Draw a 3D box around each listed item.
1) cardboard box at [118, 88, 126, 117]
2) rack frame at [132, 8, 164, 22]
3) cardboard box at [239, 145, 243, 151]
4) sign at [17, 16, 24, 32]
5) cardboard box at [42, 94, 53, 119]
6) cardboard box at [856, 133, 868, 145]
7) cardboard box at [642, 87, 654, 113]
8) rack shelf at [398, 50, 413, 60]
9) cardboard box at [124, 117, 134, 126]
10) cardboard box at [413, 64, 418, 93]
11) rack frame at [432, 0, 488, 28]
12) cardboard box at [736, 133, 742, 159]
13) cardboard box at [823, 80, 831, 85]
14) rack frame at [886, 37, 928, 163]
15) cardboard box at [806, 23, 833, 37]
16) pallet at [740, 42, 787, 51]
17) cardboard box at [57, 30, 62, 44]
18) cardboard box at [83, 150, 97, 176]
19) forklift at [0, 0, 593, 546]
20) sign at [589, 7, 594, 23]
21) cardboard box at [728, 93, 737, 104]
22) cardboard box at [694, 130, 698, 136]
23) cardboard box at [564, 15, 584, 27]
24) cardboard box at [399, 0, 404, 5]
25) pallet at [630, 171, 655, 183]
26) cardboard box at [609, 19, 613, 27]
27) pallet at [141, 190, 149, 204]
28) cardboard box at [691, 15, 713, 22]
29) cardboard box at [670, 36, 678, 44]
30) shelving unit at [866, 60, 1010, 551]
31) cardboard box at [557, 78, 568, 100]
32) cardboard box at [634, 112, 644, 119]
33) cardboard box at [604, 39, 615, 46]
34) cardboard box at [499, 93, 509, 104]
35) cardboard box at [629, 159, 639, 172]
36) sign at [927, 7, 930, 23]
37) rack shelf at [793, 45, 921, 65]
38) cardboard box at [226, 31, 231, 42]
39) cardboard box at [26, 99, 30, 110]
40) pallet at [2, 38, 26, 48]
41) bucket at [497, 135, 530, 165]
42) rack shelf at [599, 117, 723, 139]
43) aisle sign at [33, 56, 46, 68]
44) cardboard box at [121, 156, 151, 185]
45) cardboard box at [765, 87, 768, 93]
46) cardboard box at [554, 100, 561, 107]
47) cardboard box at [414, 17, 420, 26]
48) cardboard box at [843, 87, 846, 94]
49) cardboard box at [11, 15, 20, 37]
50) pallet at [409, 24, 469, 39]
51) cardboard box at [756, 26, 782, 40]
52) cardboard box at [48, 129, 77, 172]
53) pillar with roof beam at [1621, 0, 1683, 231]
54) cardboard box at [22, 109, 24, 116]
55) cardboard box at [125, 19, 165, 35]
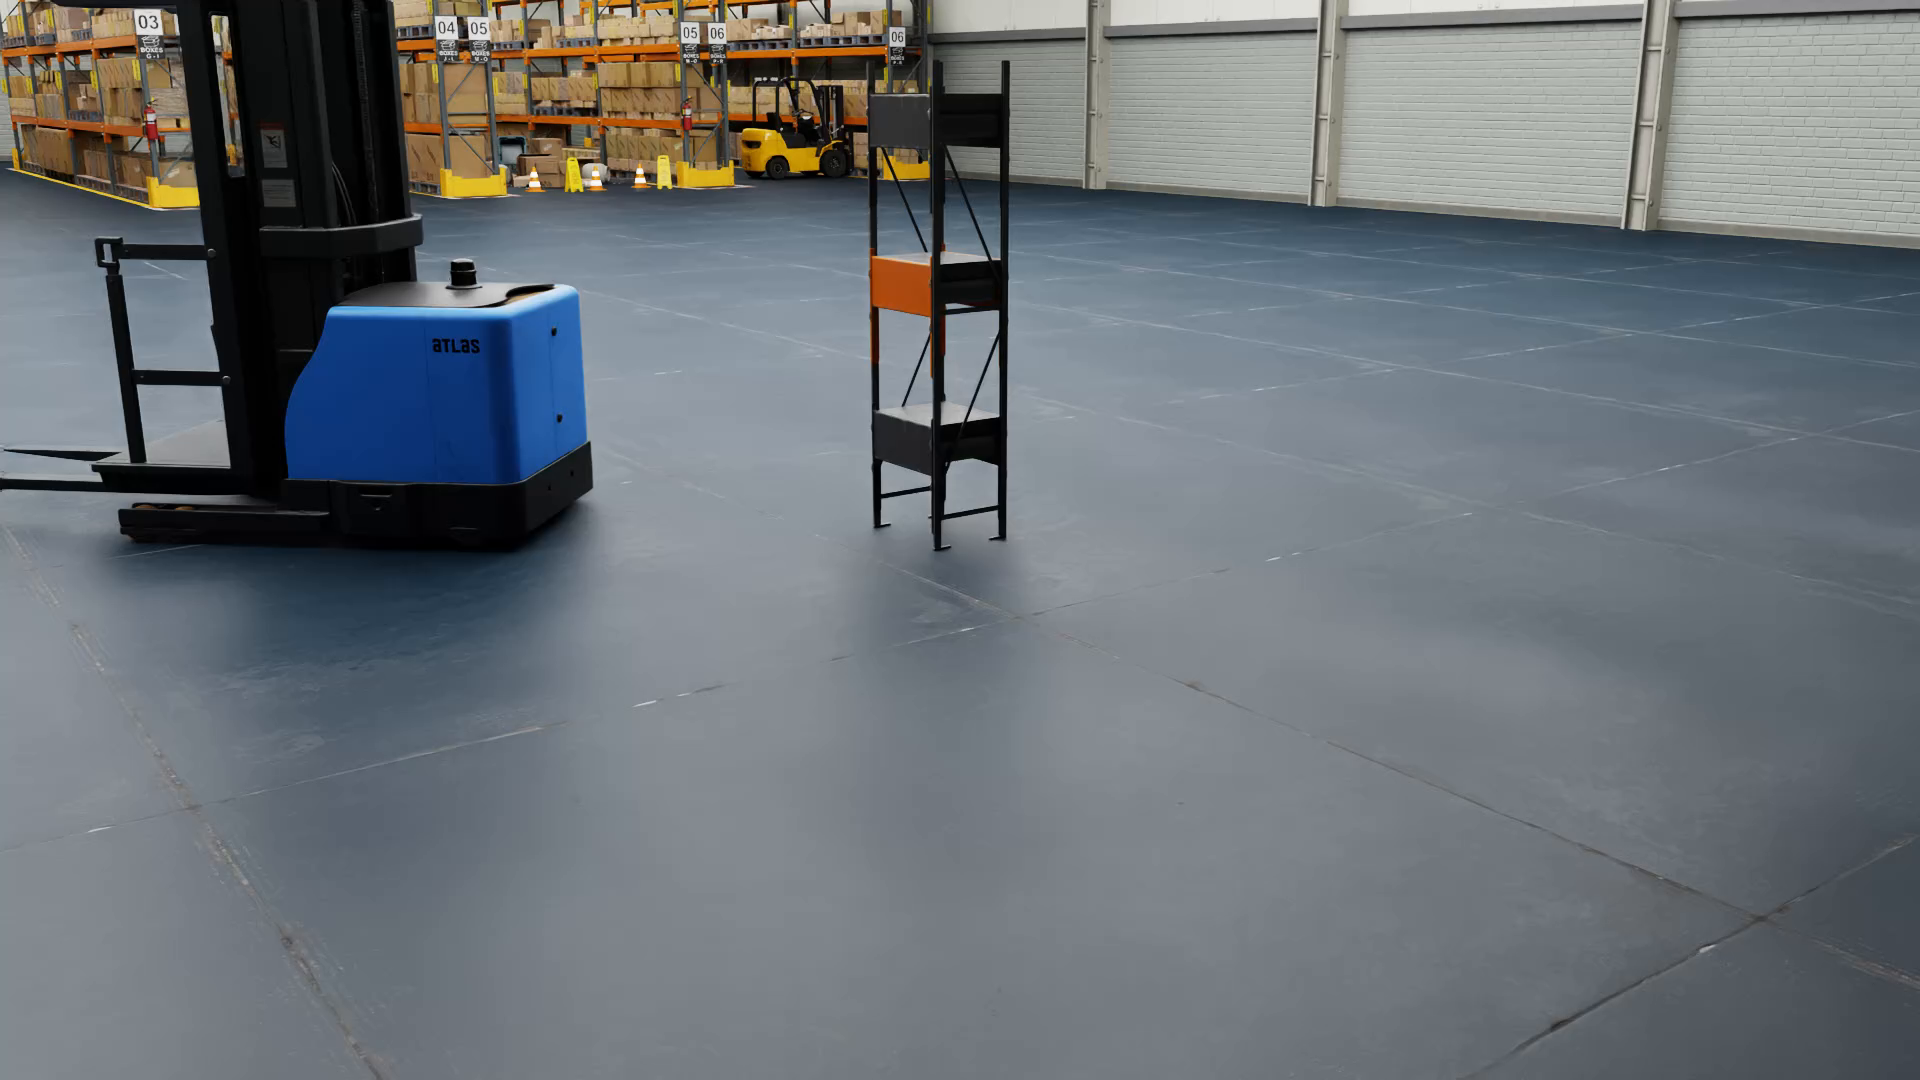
[{"bbox_3d":[-14.415,-7.779,29.564,0.875,0.500,0.500,-11,19,-35],"label":"cardboard box"},{"bbox_3d":[-13.179,-10.049,27.247,1.000,3.000,0.127,-11,19,-35],"label":"rack frame"},{"bbox_3d":[-18.300,-10.073,42.737,0.380,0.149,0.250,-11,19,-35],"label":"cardboard box"},{"bbox_3d":[-20.683,-11.366,36.610,0.100,0.325,0.005,-11,19,-35],"label":"sign"},{"bbox_3d":[-19.577,-9.415,36.105,0.500,0.500,0.500,-11,19,-36],"label":"cardboard box"},{"bbox_3d":[-1.979,-8.982,37.230,0.500,0.250,0.500,-10,18,-34],"label":"cardboard box"},{"bbox_3d":[-6.287,-9.174,34.659,0.500,0.500,0.500,-11,19,-35],"label":"cardboard box"},{"bbox_3d":[-12.636,-10.285,35.153,1.077,0.370,4.000,-11,19,-35],"label":"rack shelf"},{"bbox_3d":[-14.481,-7.367,29.288,0.380,0.149,0.250,-11,19,-35],"label":"cardboard box"},{"bbox_3d":[-9.912,-8.826,31.813,0.875,0.550,0.550,-11,19,-35],"label":"cardboard box"},{"bbox_3d":[-9.108,-10.798,29.981,1.000,3.000,0.127,-11,19,-35],"label":"rack frame"},{"bbox_3d":[-5.108,-9.957,41.977,0.875,0.625,0.625,-10,18,-33],"label":"cardboard box"},{"bbox_3d":[-2.928,-10.493,38.249,0.380,0.149,0.250,-11,19,-35],"label":"cardboard box"},{"bbox_3d":[-1.150,-9.465,36.477,1.000,3.000,0.127,-11,19,-35],"label":"rack frame"},{"bbox_3d":[-3.210,-11.758,38.357,0.500,0.311,0.500,-10,18,-33],"label":"cardboard box"},{"bbox_3d":[-4.723,-12.160,40.998,1.003,0.211,1.213,-10,18,-32],"label":"pallet"},{"bbox_3d":[-17.813,-10.099,33.393,0.500,0.250,0.500,-10,18,-34],"label":"cardboard box"},{"bbox_3d":[-17.473,-7.731,34.041,0.700,0.500,0.500,-12,19,-37],"label":"cardboard box"},{"bbox_3d":[-3.374,-1.536,7.636,3.031,2.935,1.130,2,15,7],"label":"forklift"},{"bbox_3d":[-7.962,-11.347,35.946,0.100,0.325,0.005,-11,19,-35],"label":"sign"},{"bbox_3d":[-5.498,-11.103,41.796,0.500,0.250,0.500,-10,18,-33],"label":"cardboard box"},{"bbox_3d":[-6.773,-10.729,43.806,0.380,0.149,0.250,-10,18,-33],"label":"cardboard box"},{"bbox_3d":[-8.577,-11.685,37.446,0.500,0.250,0.500,-10,18,-34],"label":"cardboard box"},{"bbox_3d":[-10.328,-10.156,31.299,0.380,0.149,0.250,-11,19,-35],"label":"cardboard box"},{"bbox_3d":[-6.370,-7.804,35.691,1.003,0.211,1.213,-11,19,-35],"label":"pallet"},{"bbox_3d":[-7.270,-11.032,35.483,0.380,0.149,0.250,-12,19,-36],"label":"cardboard box"},{"bbox_3d":[-13.673,-6.006,29.120,1.003,0.211,1.213,-11,19,-35],"label":"pallet"},{"bbox_3d":[-5.207,-10.512,33.584,0.380,0.149,0.250,-11,19,-35],"label":"cardboard box"},{"bbox_3d":[-5.599,-10.052,33.416,0.380,0.149,0.250,-11,19,-34],"label":"cardboard box"},{"bbox_3d":[-0.097,-1.048,7.428,0.431,2.100,0.503,-11,19,-35],"label":"shelving unit"},{"bbox_3d":[-8.872,-10.334,38.102,0.500,0.500,0.500,-12,19,-37],"label":"cardboard box"},{"bbox_3d":[-6.674,-8.986,35.201,0.380,0.149,0.250,-11,19,-35],"label":"cardboard box"},{"bbox_3d":[-7.424,-10.704,35.797,0.380,0.149,0.250,-11,19,-34],"label":"cardboard box"},{"bbox_3d":[-10.979,-10.850,40.874,0.500,0.250,0.500,-11,19,-36],"label":"cardboard box"},{"bbox_3d":[-6.750,-8.031,35.651,0.500,0.250,0.500,-11,19,-35],"label":"cardboard box"},{"bbox_3d":[-0.698,-11.457,36.265,0.100,0.325,0.005,-11,19,-35],"label":"sign"},{"bbox_3d":[-2.326,-10.992,37.736,1.077,0.370,4.000,-11,19,-35],"label":"rack shelf"},{"bbox_3d":[-18.160,-12.691,41.917,0.500,0.250,0.500,-11,19,-35],"label":"cardboard box"},{"bbox_3d":[-21.013,-9.953,37.980,0.500,0.250,0.500,-10,18,-33],"label":"cardboard box"},{"bbox_3d":[-22.142,-11.820,39.565,1.003,0.211,1.213,-11,19,-35],"label":"pallet"},{"bbox_3d":[-9.515,-8.241,35.326,0.726,0.611,0.620,-4,6,-15],"label":"bucket"},{"bbox_3d":[-6.339,-8.774,35.314,1.077,0.370,4.000,-11,19,-35],"label":"rack shelf"},{"bbox_3d":[-22.387,-11.888,40.405,0.394,0.787,0.004,-11,19,-35],"label":"aisle sign"},{"bbox_3d":[-15.328,-6.915,31.099,0.500,0.500,0.500,-12,19,-36],"label":"cardboard box"},{"bbox_3d":[-4.516,-10.933,40.421,0.380,0.149,0.250,-11,19,-36],"label":"cardboard box"},{"bbox_3d":[-9.214,-10.153,38.670,0.380,0.149,0.250,-10,18,-31],"label":"cardboard box"},{"bbox_3d":[-9.877,-9.607,30.806,0.380,0.149,0.250,-11,19,-34],"label":"cardboard box"},{"bbox_3d":[-2.429,-10.194,37.722,0.380,0.149,0.250,-11,19,-35],"label":"cardboard box"},{"bbox_3d":[-21.661,-11.974,38.785,0.700,0.500,0.500,-12,20,-38],"label":"cardboard box"},{"bbox_3d":[-9.553,-9.465,30.961,1.003,0.211,1.213,-11,19,-35],"label":"pallet"},{"bbox_3d":[-4.576,-12.255,40.170,0.500,0.311,0.500,-12,19,-36],"label":"cardboard box"},{"bbox_3d":[-18.790,-8.384,35.755,1.225,0.875,0.875,-11,19,-34],"label":"cardboard box"},{"bbox_3d":[6.270,-8.136,20.254,9.100,9.000,0.400,-11,19,-35],"label":"pillar with roof beam"},{"bbox_3d":[-21.584,-9.940,38.688,0.380,0.149,0.250,-10,18,-34],"label":"cardboard box"},{"bbox_3d":[-13.668,-8.594,27.895,0.500,0.250,0.500,-10,18,-33],"label":"cardboard box"}]
